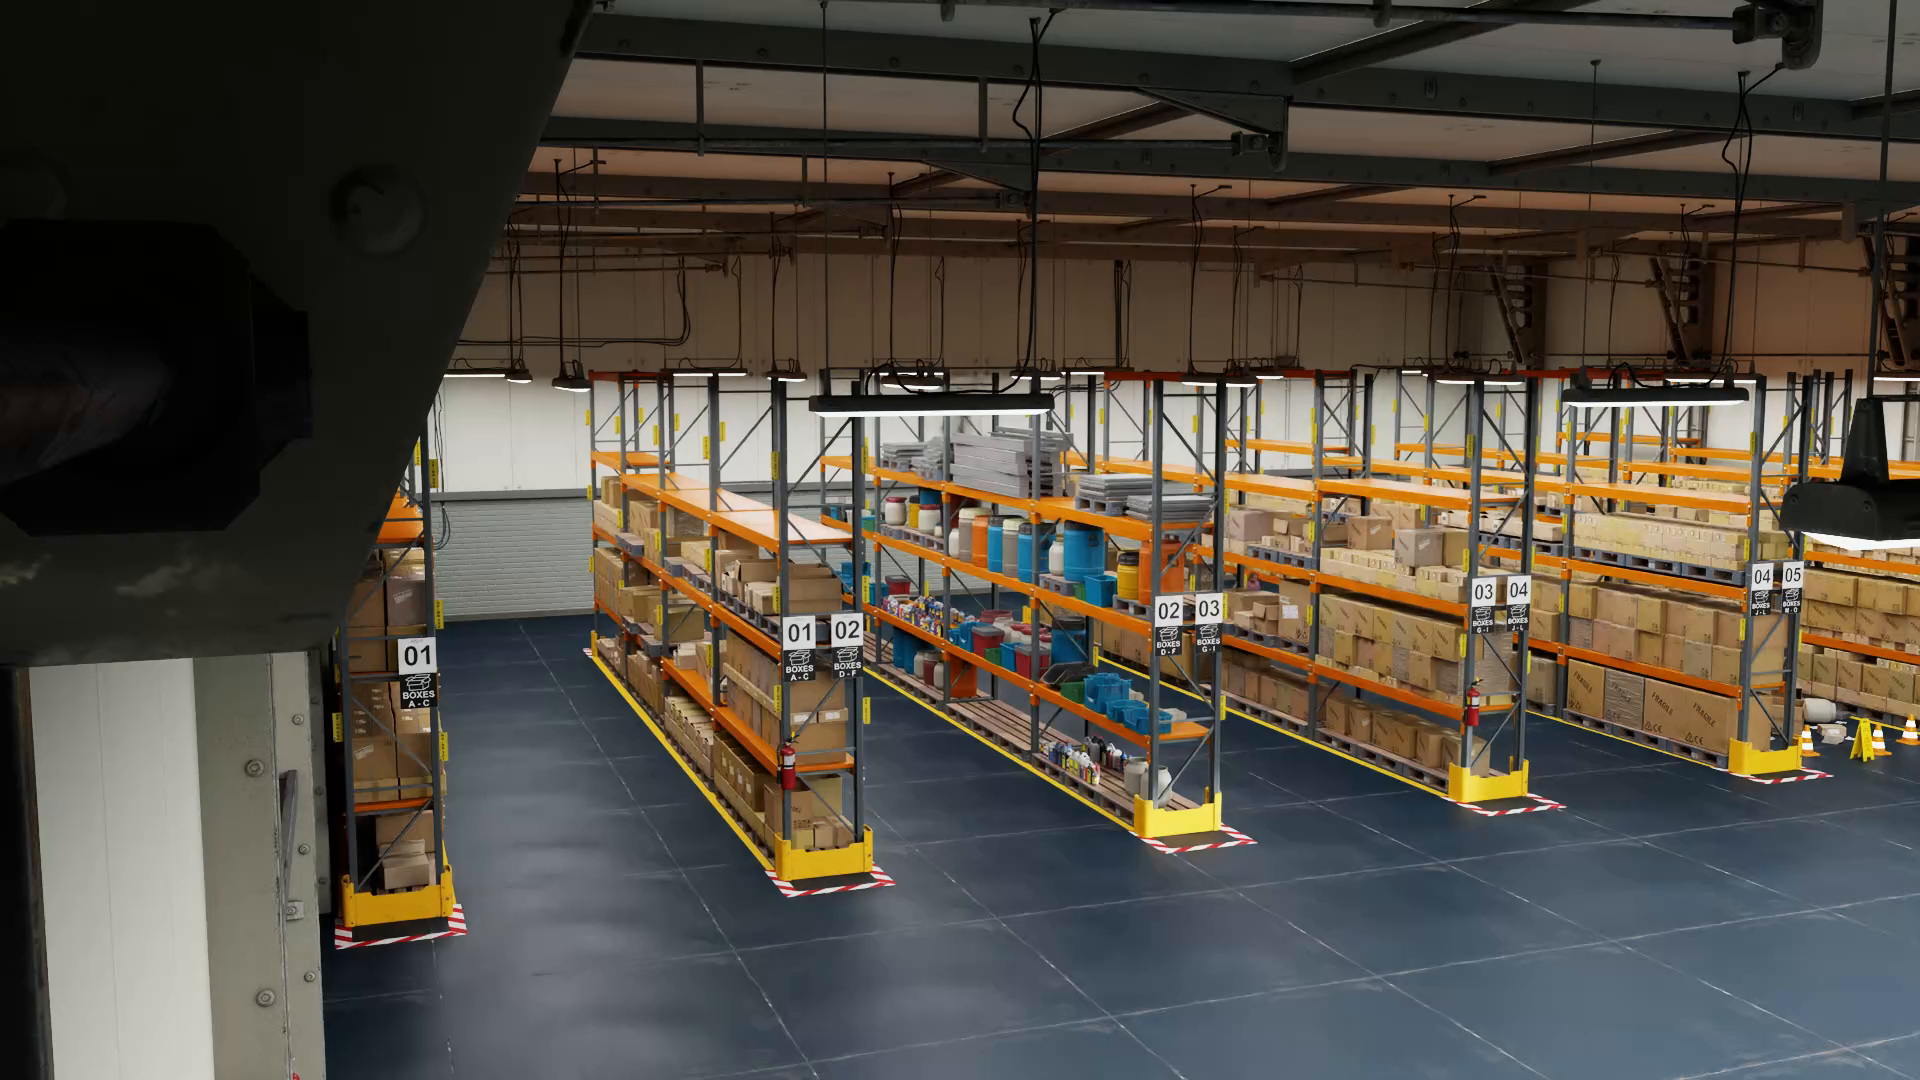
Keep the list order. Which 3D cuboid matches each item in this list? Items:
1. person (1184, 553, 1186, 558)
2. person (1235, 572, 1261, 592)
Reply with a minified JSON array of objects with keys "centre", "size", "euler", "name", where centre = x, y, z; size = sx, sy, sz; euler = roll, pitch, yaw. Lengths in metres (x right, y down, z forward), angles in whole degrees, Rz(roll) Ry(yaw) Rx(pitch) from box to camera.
[{"centre":[5.276,1.057,40.182],"size":[0.564,1.581,0.812],"euler":[4,8,33],"name":"person"},{"centre":[6.325,1.470,36.650],"size":[0.536,1.596,0.888],"euler":[-3,7,-27],"name":"person"}]
